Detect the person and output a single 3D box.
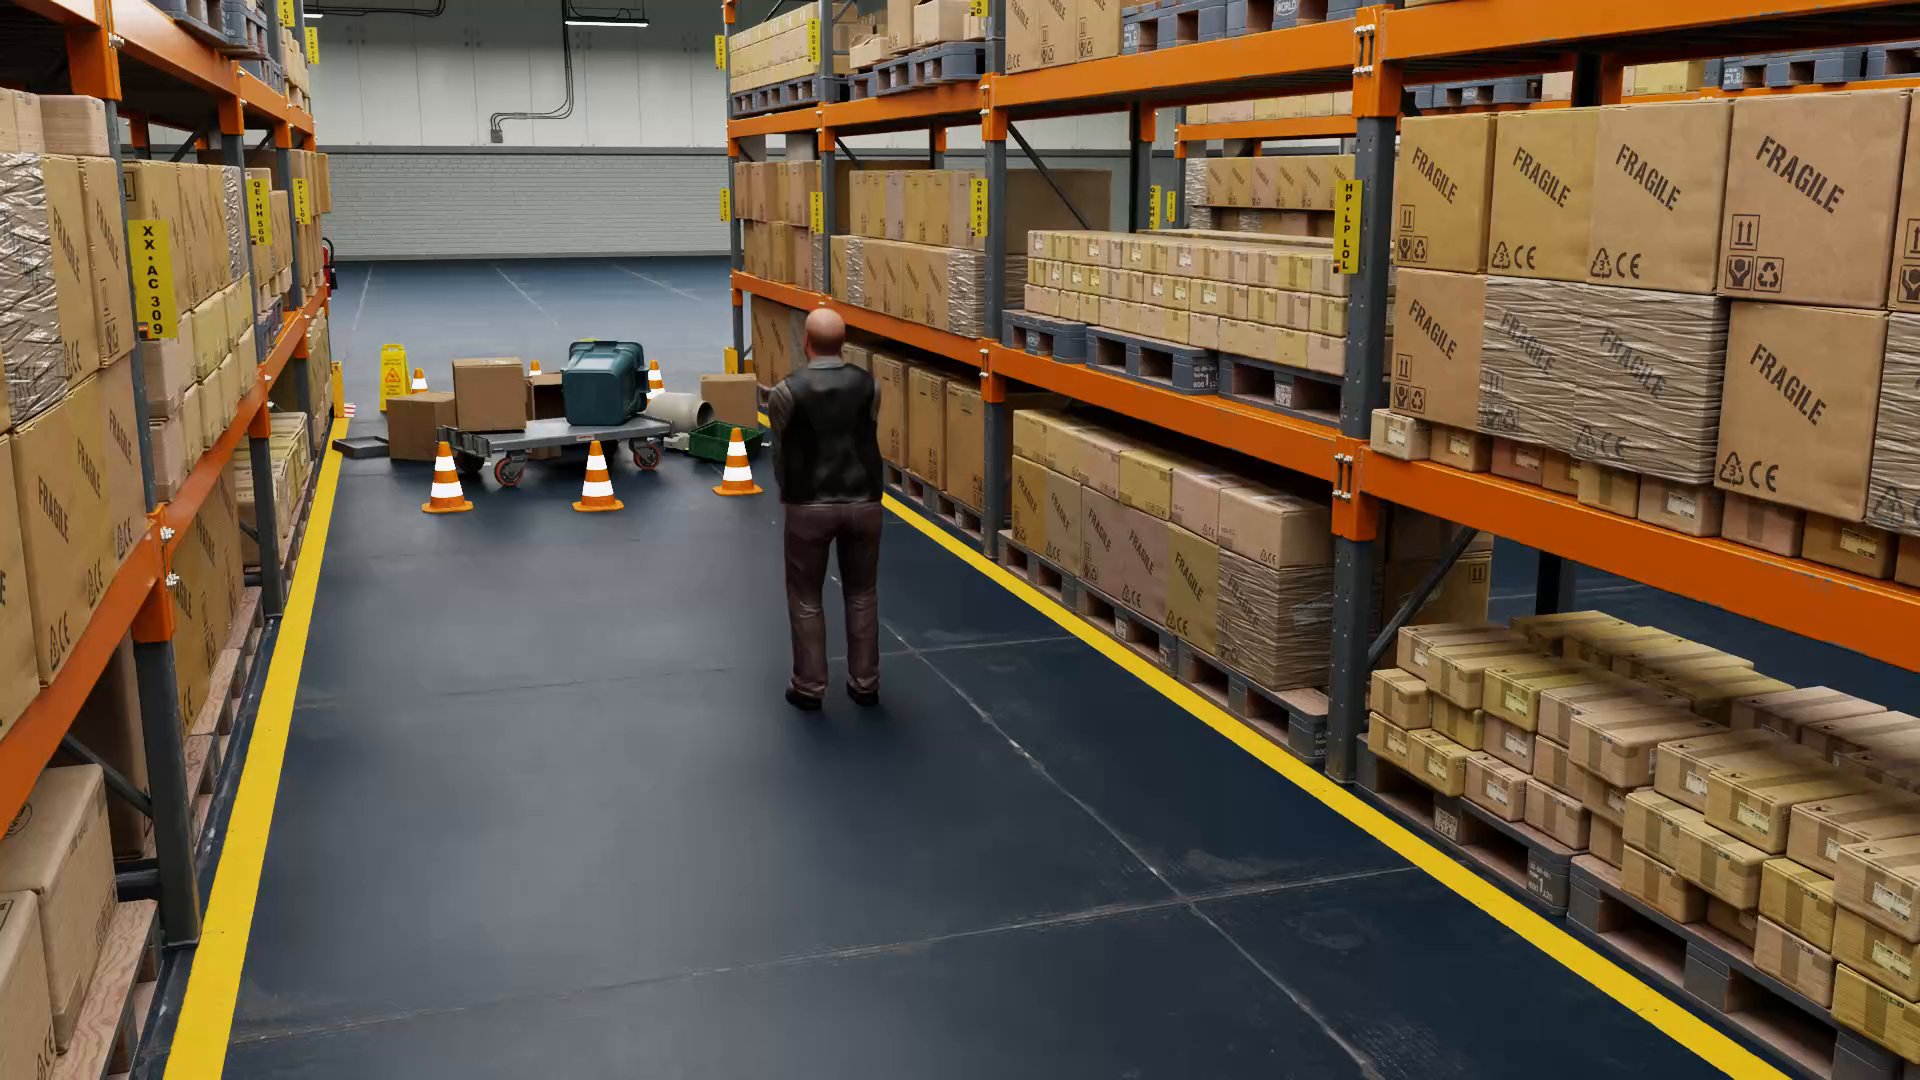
[{"bbox_3d":[-0.592,-0.146,7.211,0.494,1.720,0.563,-4,13,-19],"label":"person"}]
